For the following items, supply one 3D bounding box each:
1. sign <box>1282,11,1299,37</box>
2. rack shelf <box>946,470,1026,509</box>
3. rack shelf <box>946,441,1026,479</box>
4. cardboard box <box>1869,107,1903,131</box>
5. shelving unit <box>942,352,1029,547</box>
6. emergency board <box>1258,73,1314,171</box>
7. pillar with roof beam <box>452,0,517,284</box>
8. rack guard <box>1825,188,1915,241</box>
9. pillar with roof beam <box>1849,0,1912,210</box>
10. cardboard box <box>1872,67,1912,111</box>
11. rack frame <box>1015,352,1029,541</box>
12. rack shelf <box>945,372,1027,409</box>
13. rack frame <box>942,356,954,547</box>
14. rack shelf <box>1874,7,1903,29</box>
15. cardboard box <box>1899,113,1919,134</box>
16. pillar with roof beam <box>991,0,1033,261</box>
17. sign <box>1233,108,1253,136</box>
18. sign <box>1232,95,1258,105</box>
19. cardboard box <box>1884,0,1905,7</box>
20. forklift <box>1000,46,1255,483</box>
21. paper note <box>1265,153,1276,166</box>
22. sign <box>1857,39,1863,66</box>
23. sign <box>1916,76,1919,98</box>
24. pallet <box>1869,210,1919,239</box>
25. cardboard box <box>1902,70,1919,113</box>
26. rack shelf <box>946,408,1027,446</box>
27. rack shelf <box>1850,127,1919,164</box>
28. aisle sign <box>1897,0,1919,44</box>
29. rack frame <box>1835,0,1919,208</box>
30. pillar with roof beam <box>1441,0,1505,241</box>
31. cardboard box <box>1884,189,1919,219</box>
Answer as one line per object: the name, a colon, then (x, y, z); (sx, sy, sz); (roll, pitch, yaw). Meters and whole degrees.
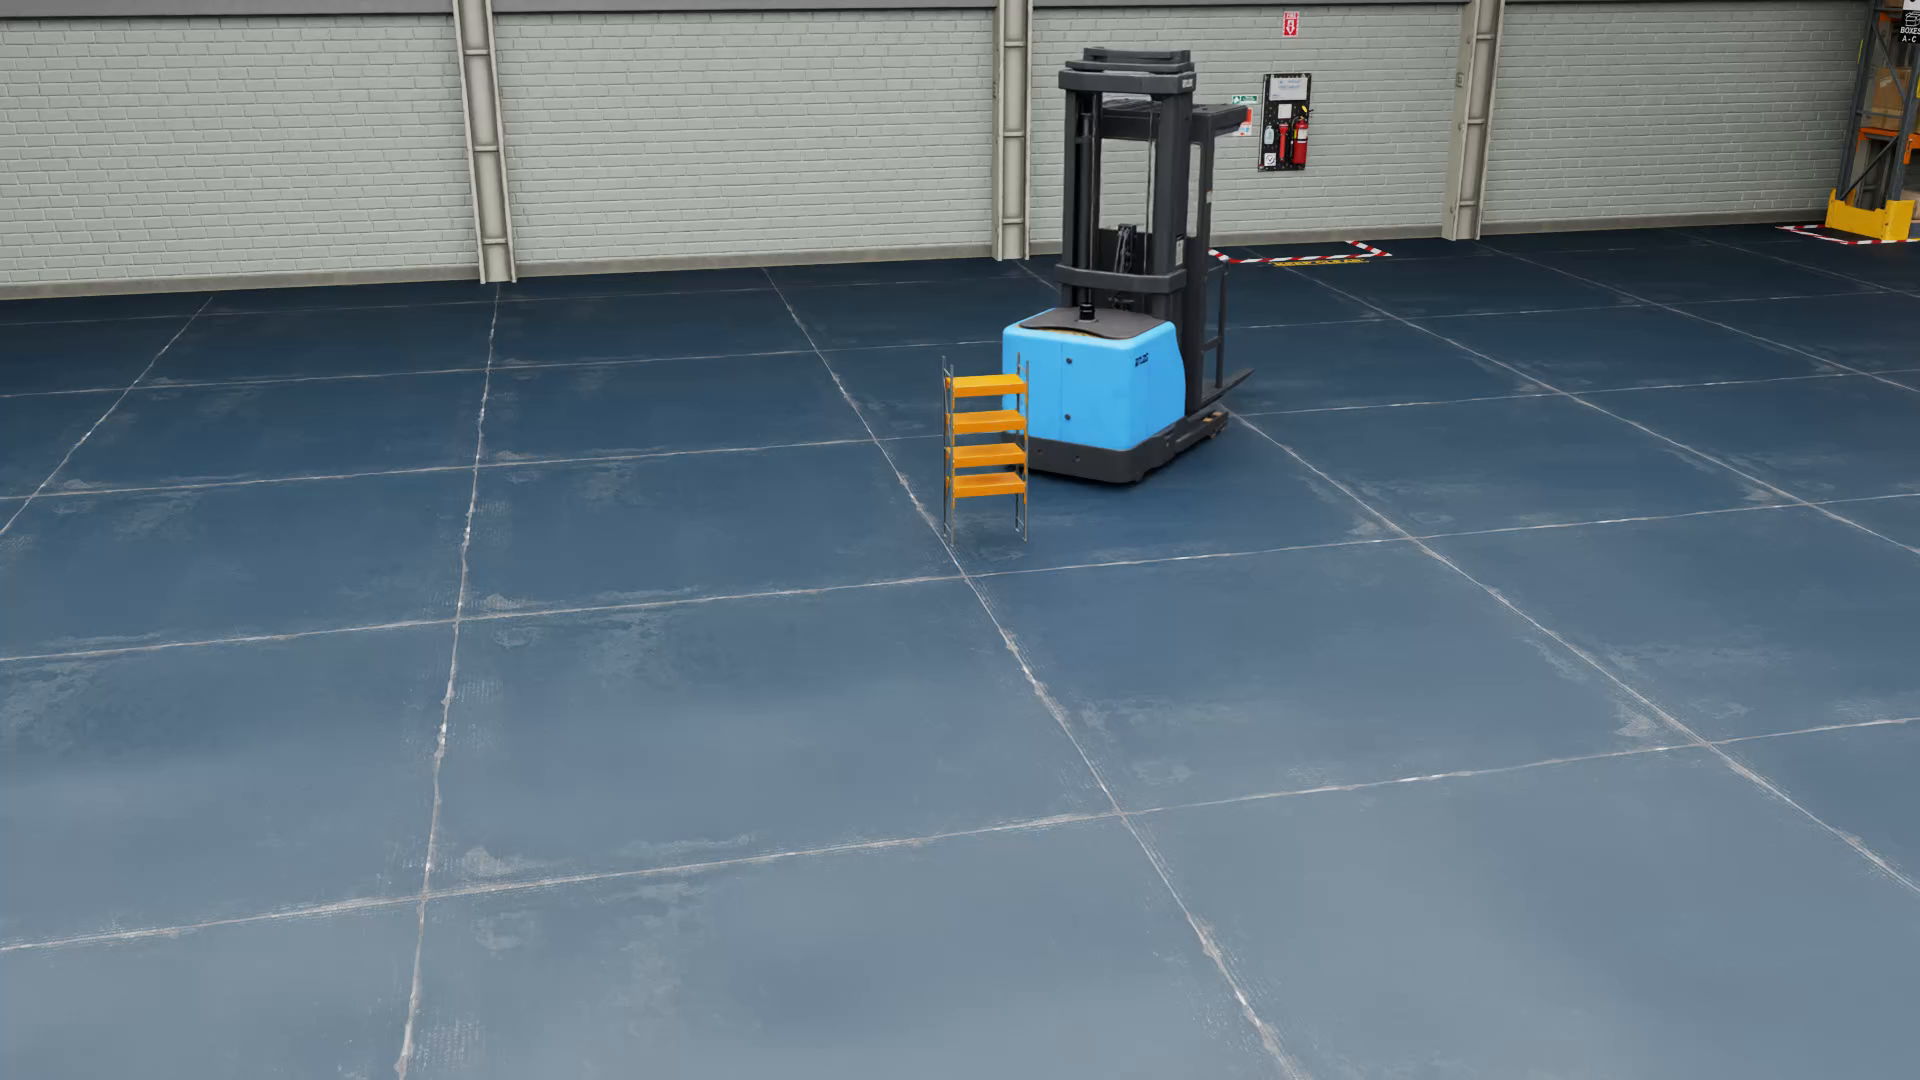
sign: (4.004, -6.244, 20.128); (0.199, 0.298, 0.001); (-5, 21, -12)
rack shelf: (0.161, -0.327, 10.735); (0.480, 0.148, 0.258); (-5, 21, -12)
rack shelf: (0.161, -0.513, 10.667); (0.480, 0.148, 0.258); (-5, 21, -12)
cardboard box: (12.216, -5.476, 21.592); (0.500, 0.250, 0.500); (-4, 21, -12)
shelving unit: (0.161, -0.577, 10.644); (0.503, 1.200, 0.258); (-5, 21, -12)
emergency board: (4.035, -5.122, 20.437); (0.643, 1.169, 0.194); (-5, 21, -12)
pillar with roof beam: (-4.239, -5.731, 13.378); (0.400, 9.000, 9.100); (-5, 21, -12)
rack guard: (11.879, -4.267, 21.737); (0.348, 0.500, 1.175); (-5, 21, -12)
pillar with roof beam: (13.278, -7.156, 17.267); (0.400, 9.000, 9.100); (-5, 21, -12)
cardboard box: (12.215, -5.835, 21.481); (0.500, 0.500, 0.500); (-5, 21, -13)
rack frame: (0.399, -0.596, 10.697); (0.015, 1.200, 0.240); (-5, 21, -12)
rack shelf: (0.161, -0.945, 10.509); (0.480, 0.148, 0.258); (-5, 21, -12)
rack frame: (-0.076, -0.557, 10.591); (0.015, 1.200, 0.240); (-5, 21, -12)
rack shelf: (13.752, -6.664, 21.331); (4.000, 0.370, 1.077); (-5, 21, -12)
cardboard box: (12.353, -5.306, 21.129); (0.500, 0.250, 0.500); (-5, 21, -14)
pillar with roof beam: (1.600, -6.206, 14.674); (0.400, 9.000, 9.100); (-5, 21, -12)
sign: (3.473, -5.130, 20.406); (0.234, 0.329, 0.001); (-5, 21, -12)
sign: (3.479, -5.376, 20.308); (0.331, 0.109, 0.001); (-5, 21, -12)
cardboard box: (12.153, -7.018, 21.076); (0.500, 0.500, 0.500); (-3, 20, -9)
forklift: (1.464, -2.236, 12.658); (1.130, 2.935, 3.031); (11, 23, 28)
paper note: (3.847, -4.718, 20.614); (0.142, 0.148, 0.016); (-5, 21, -12)
sign: (11.697, -6.315, 21.549); (0.005, 0.325, 0.100); (-5, 21, -12)
sign: (11.930, -5.660, 20.646); (0.005, 0.325, 0.100); (-5, 21, -12)
pallet: (12.678, -4.184, 21.930); (1.213, 0.211, 1.003); (-5, 21, -12)
cardboard box: (12.339, -5.663, 21.013); (0.500, 0.500, 0.500); (-5, 21, -12)
rack shelf: (0.161, -0.723, 10.590); (0.480, 0.148, 0.258); (-5, 21, -12)
rack shelf: (13.752, -5.256, 21.847); (4.000, 0.370, 1.077); (-5, 21, -12)
aisle sign: (11.804, -6.550, 20.554); (0.004, 0.787, 0.394); (-5, 21, -12)
rack frame: (11.805, -5.435, 21.291); (0.127, 3.000, 1.000); (-5, 21, -12)
pillar with roof beam: (7.439, -6.681, 15.971); (0.400, 9.000, 9.100); (-5, 21, -12)
cardboard box: (12.499, -4.404, 21.745); (0.500, 0.311, 0.500); (-7, 21, -19)
